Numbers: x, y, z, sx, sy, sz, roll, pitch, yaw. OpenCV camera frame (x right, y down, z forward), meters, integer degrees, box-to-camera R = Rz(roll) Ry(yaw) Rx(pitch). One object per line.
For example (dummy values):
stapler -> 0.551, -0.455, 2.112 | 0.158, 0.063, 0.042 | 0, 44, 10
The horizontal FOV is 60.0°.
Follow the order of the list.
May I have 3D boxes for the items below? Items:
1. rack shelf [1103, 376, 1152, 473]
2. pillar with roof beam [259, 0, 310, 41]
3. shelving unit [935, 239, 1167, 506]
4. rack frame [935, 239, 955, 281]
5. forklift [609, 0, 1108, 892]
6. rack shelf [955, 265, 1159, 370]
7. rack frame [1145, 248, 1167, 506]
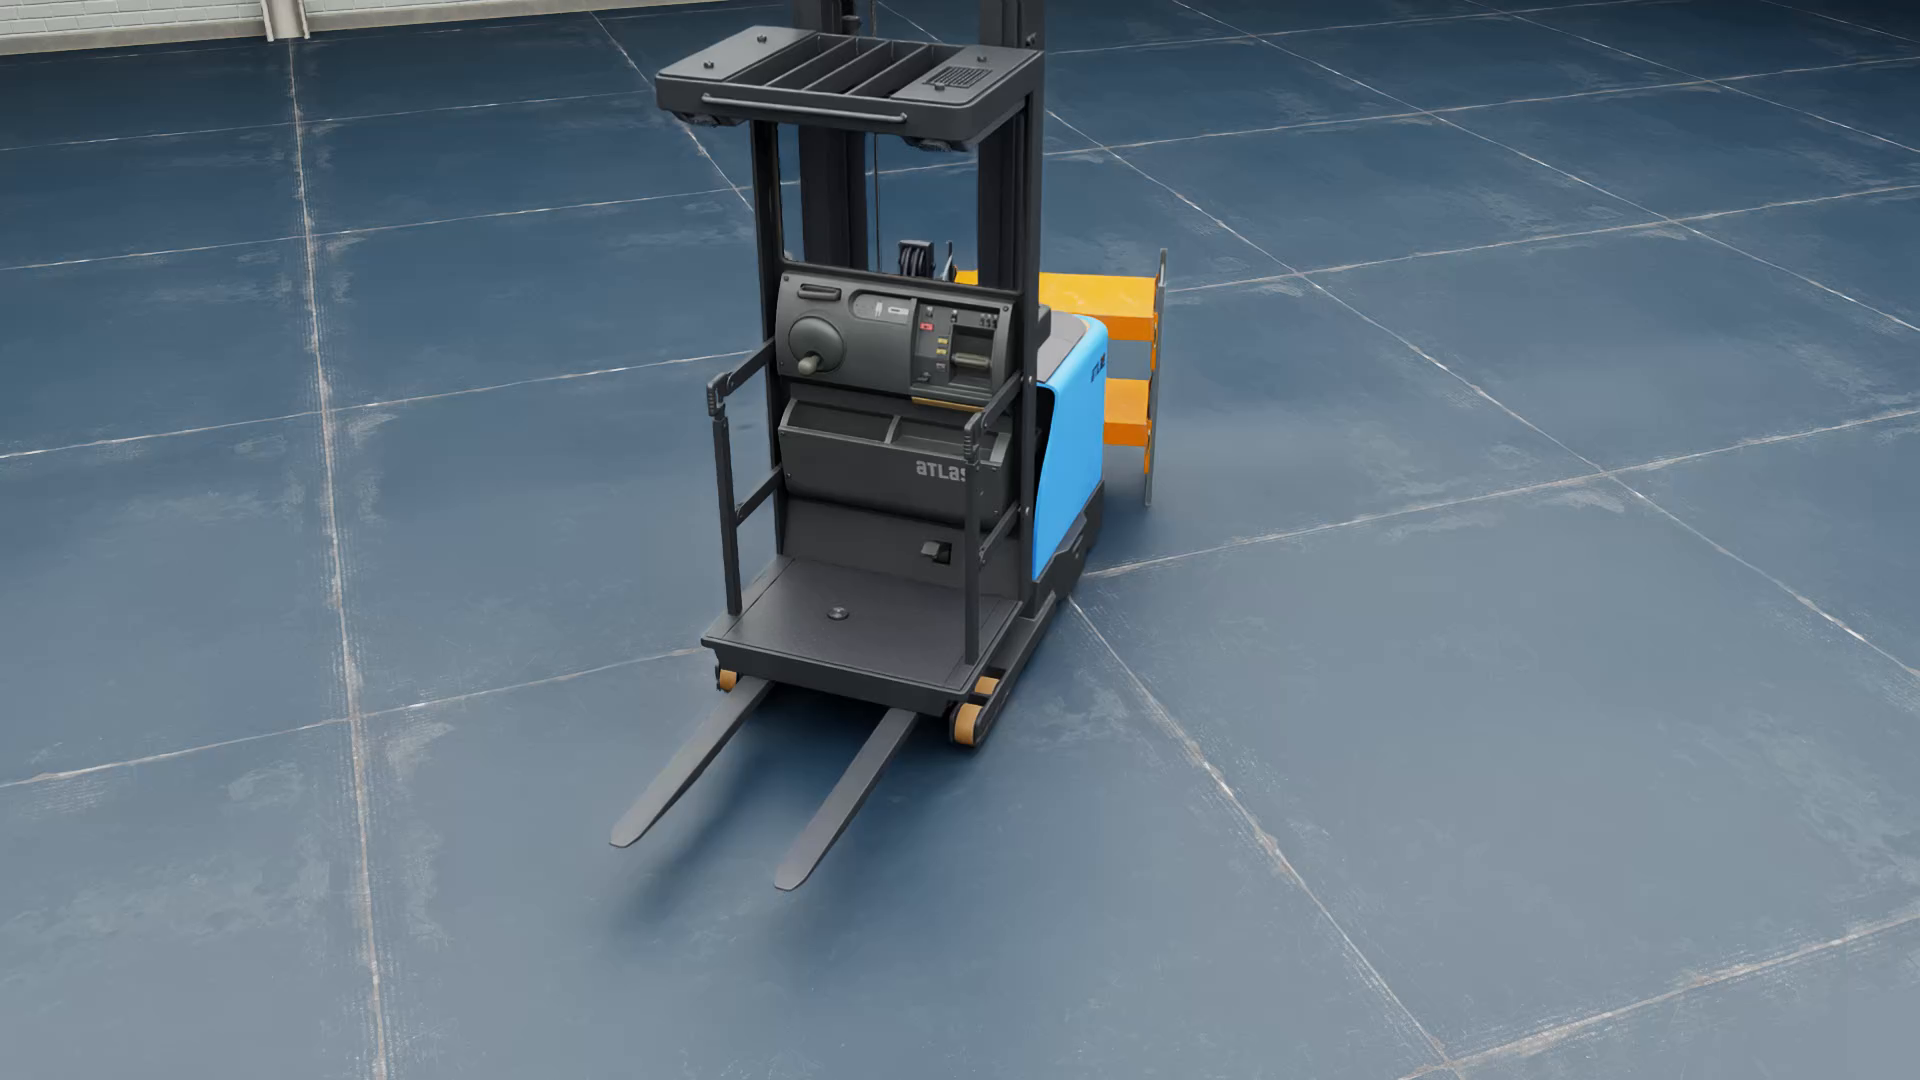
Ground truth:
rack shelf -> 0.435, -0.595, 8.152 | 1.000, 0.278, 0.538 | 4, 30, 6
pillar with roof beam -> -5.180, -6.928, 10.819 | 0.400, 9.000, 9.100 | -10, 31, -18
shelving unit -> 0.435, -0.808, 8.031 | 1.048, 1.125, 0.538 | 4, 30, 6
rack frame -> -0.070, -0.839, 8.086 | 0.032, 1.125, 0.500 | 4, 30, 6
forklift -> -0.328, -0.715, 6.045 | 1.130, 2.935, 3.031 | 10, 31, 18
rack shelf -> 0.435, -1.062, 7.886 | 1.000, 0.278, 0.538 | 4, 30, 6
rack frame -> 0.939, -0.776, 7.976 | 0.032, 1.125, 0.500 | 4, 30, 6
